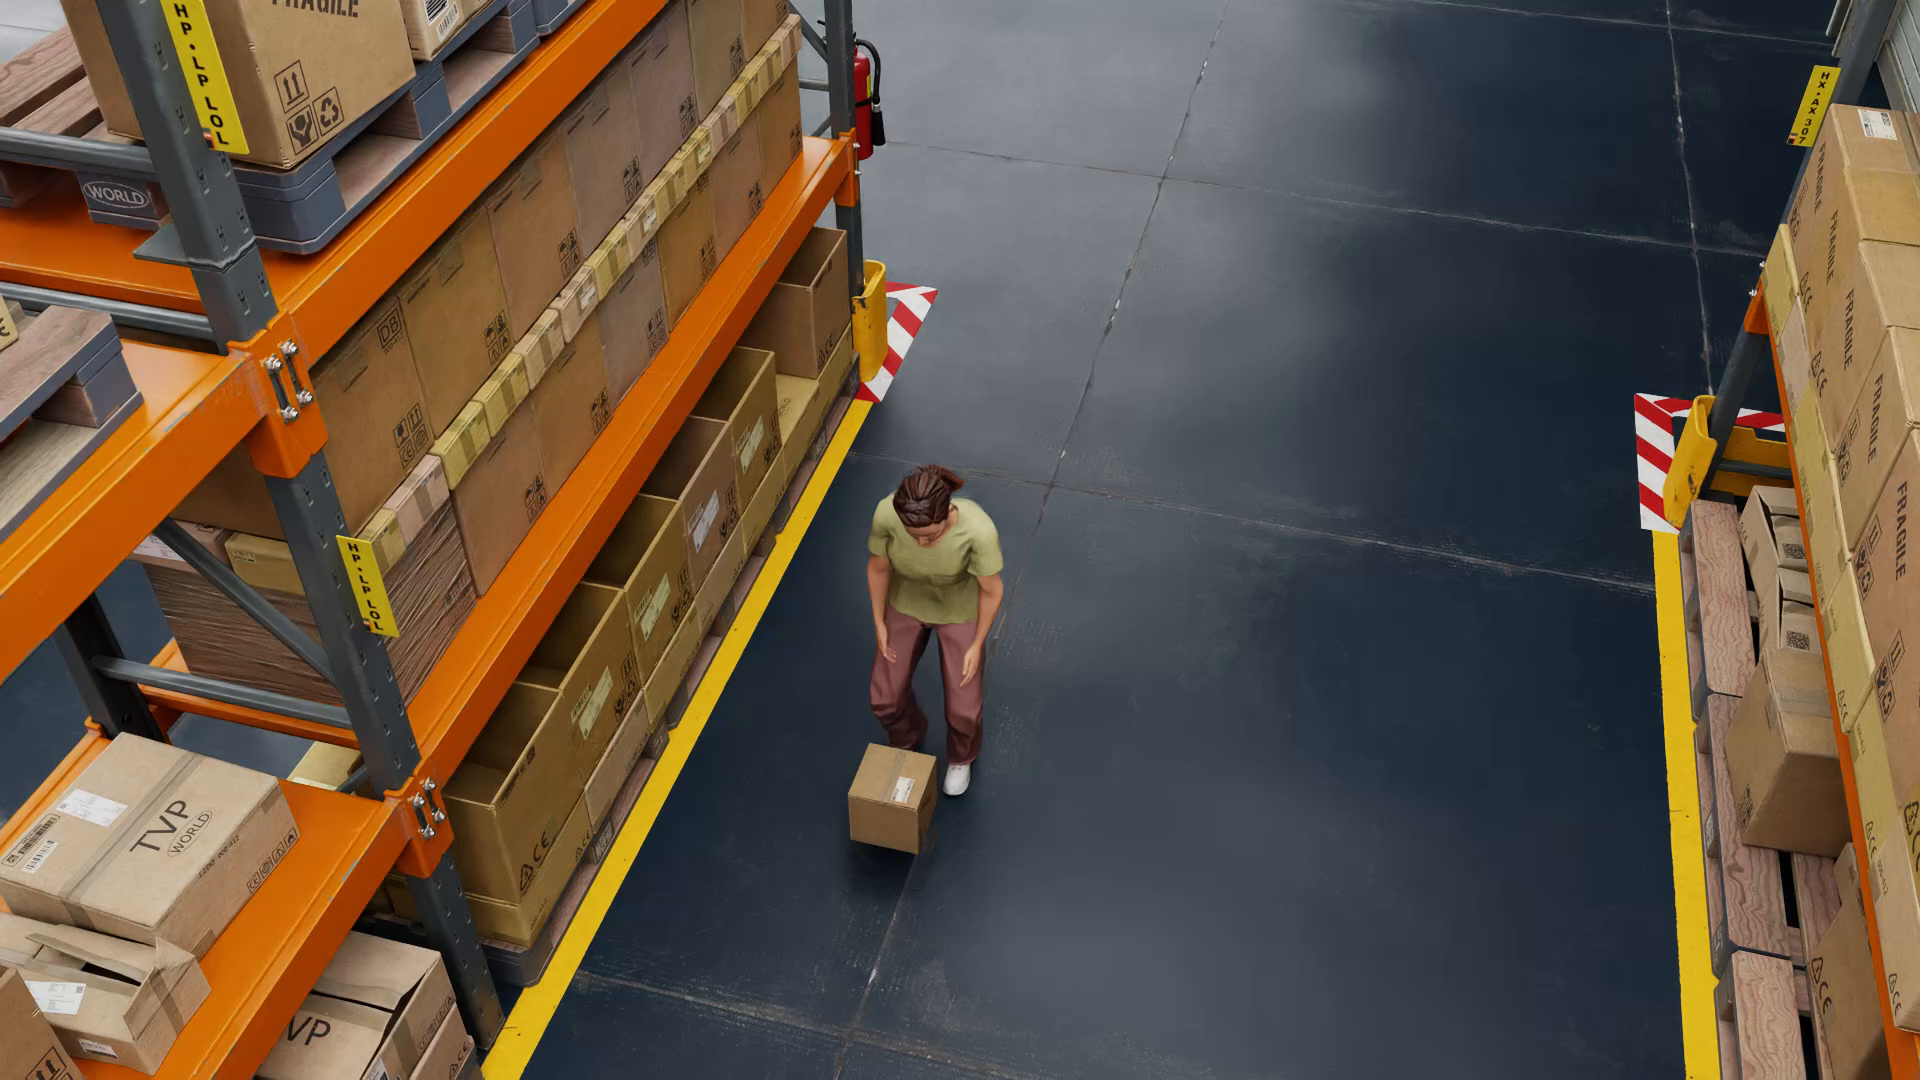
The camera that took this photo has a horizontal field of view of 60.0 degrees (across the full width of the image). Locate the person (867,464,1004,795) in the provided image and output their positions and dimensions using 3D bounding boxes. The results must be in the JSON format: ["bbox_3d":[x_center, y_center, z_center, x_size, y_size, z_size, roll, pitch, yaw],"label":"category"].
[{"bbox_3d":[-0.085,0.301,5.913,0.490,1.556,0.489,11,42,12],"label":"person"}]
